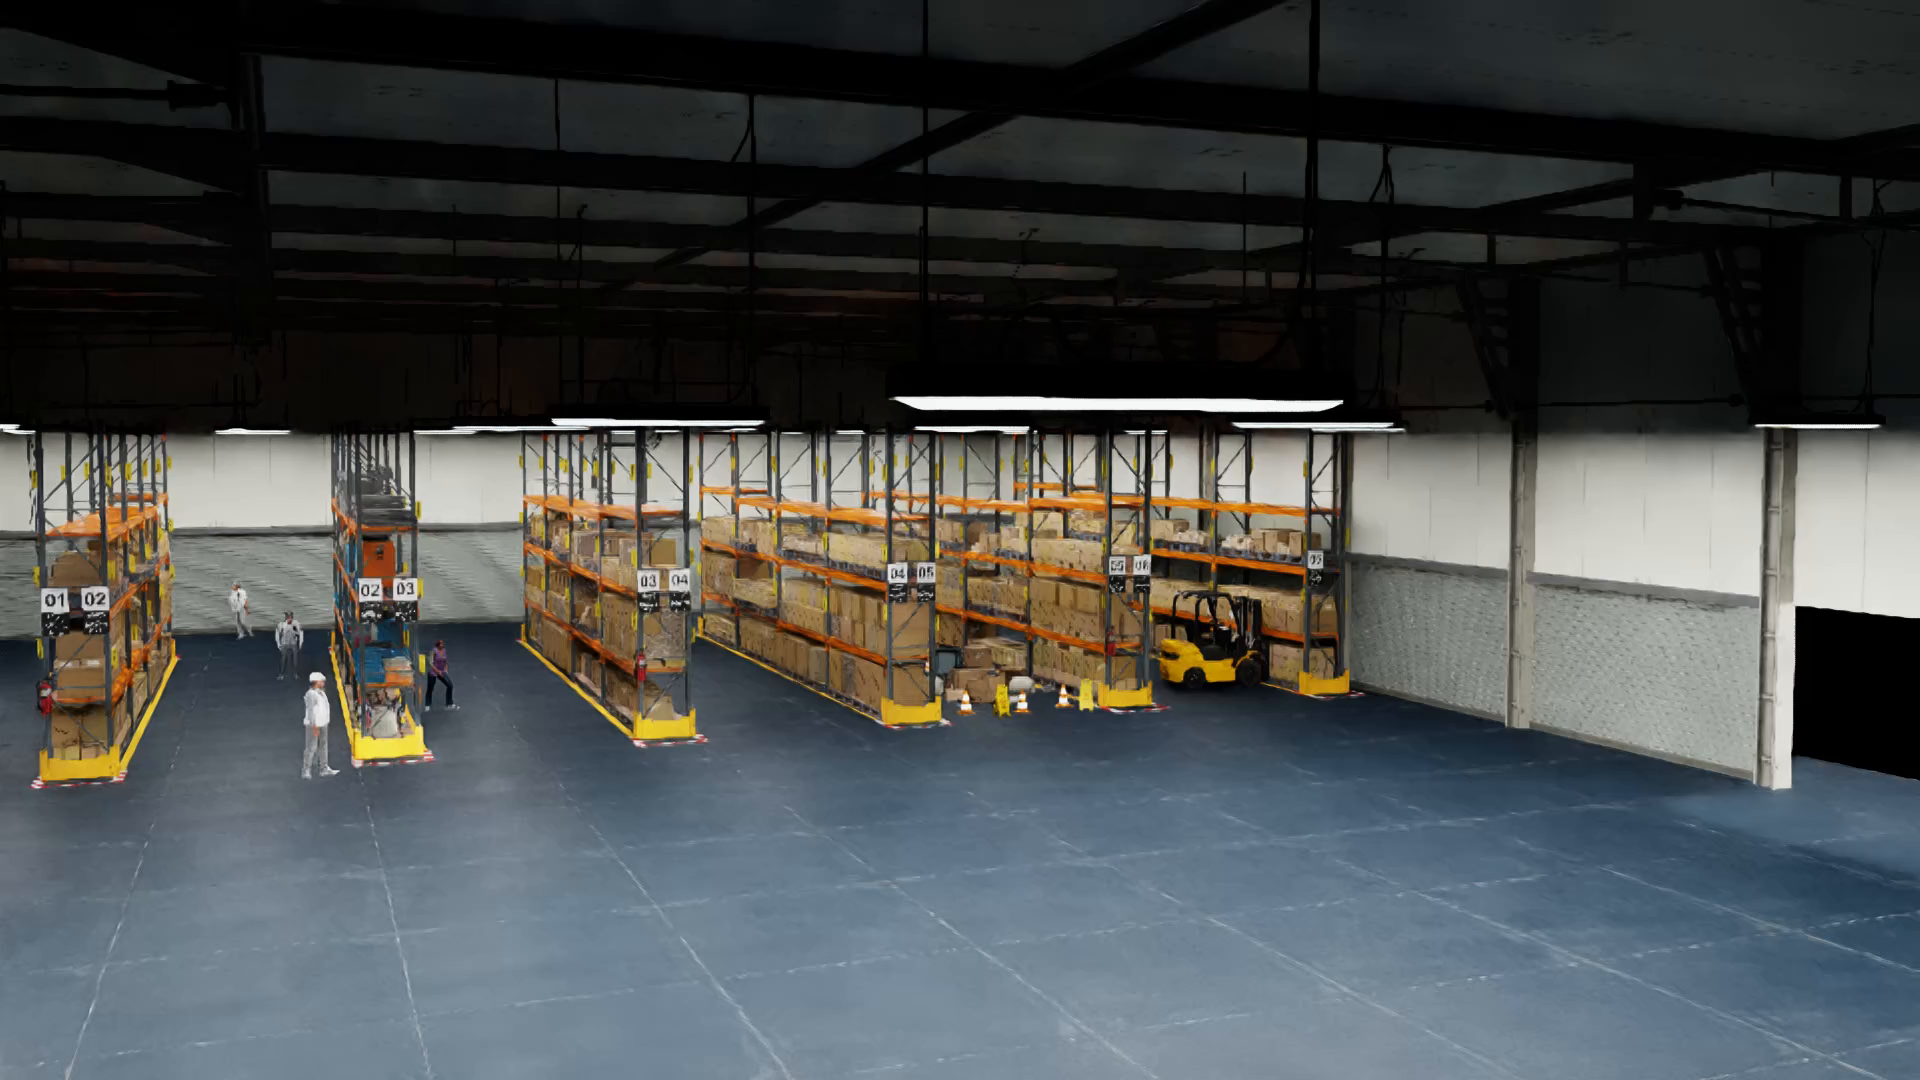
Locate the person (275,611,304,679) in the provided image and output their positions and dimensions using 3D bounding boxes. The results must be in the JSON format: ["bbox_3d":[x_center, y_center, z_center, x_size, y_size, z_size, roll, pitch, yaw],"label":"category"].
[{"bbox_3d":[-15.810,2.466,39.206,0.639,1.632,0.512,-2,4,-24],"label":"person"}]

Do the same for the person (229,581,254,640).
[{"bbox_3d":[-20.276,1.971,46.908,0.552,1.656,0.575,1,4,16],"label":"person"}]

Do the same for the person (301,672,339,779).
[{"bbox_3d":[-10.769,3.088,27.846,0.462,1.777,0.626,0,4,3],"label":"person"}]

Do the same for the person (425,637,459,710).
[{"bbox_3d":[-10.873,2.782,34.646,0.700,1.541,0.546,3,5,42],"label":"person"}]
